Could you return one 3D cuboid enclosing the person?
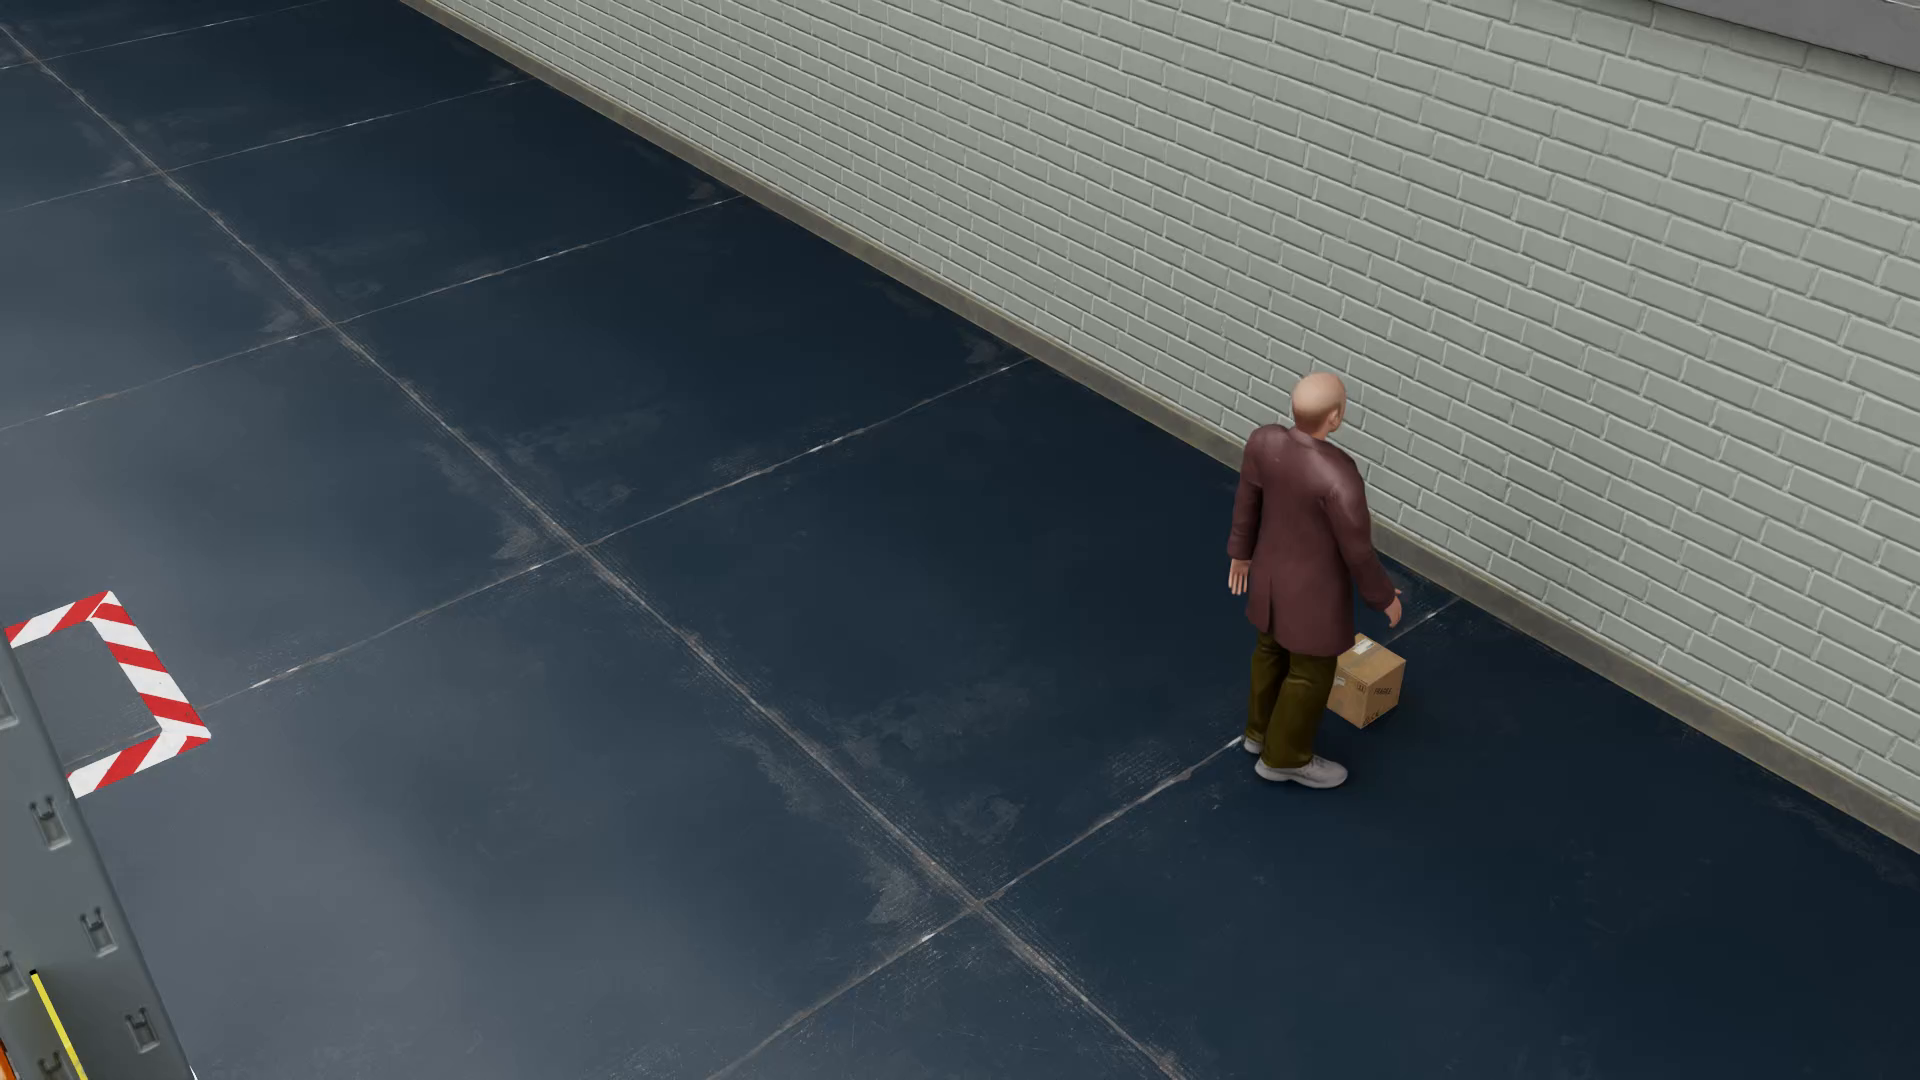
[{"bbox_3d":[1.362,0.157,6.396,0.441,1.795,0.672,-20,40,-26],"label":"person"}]
